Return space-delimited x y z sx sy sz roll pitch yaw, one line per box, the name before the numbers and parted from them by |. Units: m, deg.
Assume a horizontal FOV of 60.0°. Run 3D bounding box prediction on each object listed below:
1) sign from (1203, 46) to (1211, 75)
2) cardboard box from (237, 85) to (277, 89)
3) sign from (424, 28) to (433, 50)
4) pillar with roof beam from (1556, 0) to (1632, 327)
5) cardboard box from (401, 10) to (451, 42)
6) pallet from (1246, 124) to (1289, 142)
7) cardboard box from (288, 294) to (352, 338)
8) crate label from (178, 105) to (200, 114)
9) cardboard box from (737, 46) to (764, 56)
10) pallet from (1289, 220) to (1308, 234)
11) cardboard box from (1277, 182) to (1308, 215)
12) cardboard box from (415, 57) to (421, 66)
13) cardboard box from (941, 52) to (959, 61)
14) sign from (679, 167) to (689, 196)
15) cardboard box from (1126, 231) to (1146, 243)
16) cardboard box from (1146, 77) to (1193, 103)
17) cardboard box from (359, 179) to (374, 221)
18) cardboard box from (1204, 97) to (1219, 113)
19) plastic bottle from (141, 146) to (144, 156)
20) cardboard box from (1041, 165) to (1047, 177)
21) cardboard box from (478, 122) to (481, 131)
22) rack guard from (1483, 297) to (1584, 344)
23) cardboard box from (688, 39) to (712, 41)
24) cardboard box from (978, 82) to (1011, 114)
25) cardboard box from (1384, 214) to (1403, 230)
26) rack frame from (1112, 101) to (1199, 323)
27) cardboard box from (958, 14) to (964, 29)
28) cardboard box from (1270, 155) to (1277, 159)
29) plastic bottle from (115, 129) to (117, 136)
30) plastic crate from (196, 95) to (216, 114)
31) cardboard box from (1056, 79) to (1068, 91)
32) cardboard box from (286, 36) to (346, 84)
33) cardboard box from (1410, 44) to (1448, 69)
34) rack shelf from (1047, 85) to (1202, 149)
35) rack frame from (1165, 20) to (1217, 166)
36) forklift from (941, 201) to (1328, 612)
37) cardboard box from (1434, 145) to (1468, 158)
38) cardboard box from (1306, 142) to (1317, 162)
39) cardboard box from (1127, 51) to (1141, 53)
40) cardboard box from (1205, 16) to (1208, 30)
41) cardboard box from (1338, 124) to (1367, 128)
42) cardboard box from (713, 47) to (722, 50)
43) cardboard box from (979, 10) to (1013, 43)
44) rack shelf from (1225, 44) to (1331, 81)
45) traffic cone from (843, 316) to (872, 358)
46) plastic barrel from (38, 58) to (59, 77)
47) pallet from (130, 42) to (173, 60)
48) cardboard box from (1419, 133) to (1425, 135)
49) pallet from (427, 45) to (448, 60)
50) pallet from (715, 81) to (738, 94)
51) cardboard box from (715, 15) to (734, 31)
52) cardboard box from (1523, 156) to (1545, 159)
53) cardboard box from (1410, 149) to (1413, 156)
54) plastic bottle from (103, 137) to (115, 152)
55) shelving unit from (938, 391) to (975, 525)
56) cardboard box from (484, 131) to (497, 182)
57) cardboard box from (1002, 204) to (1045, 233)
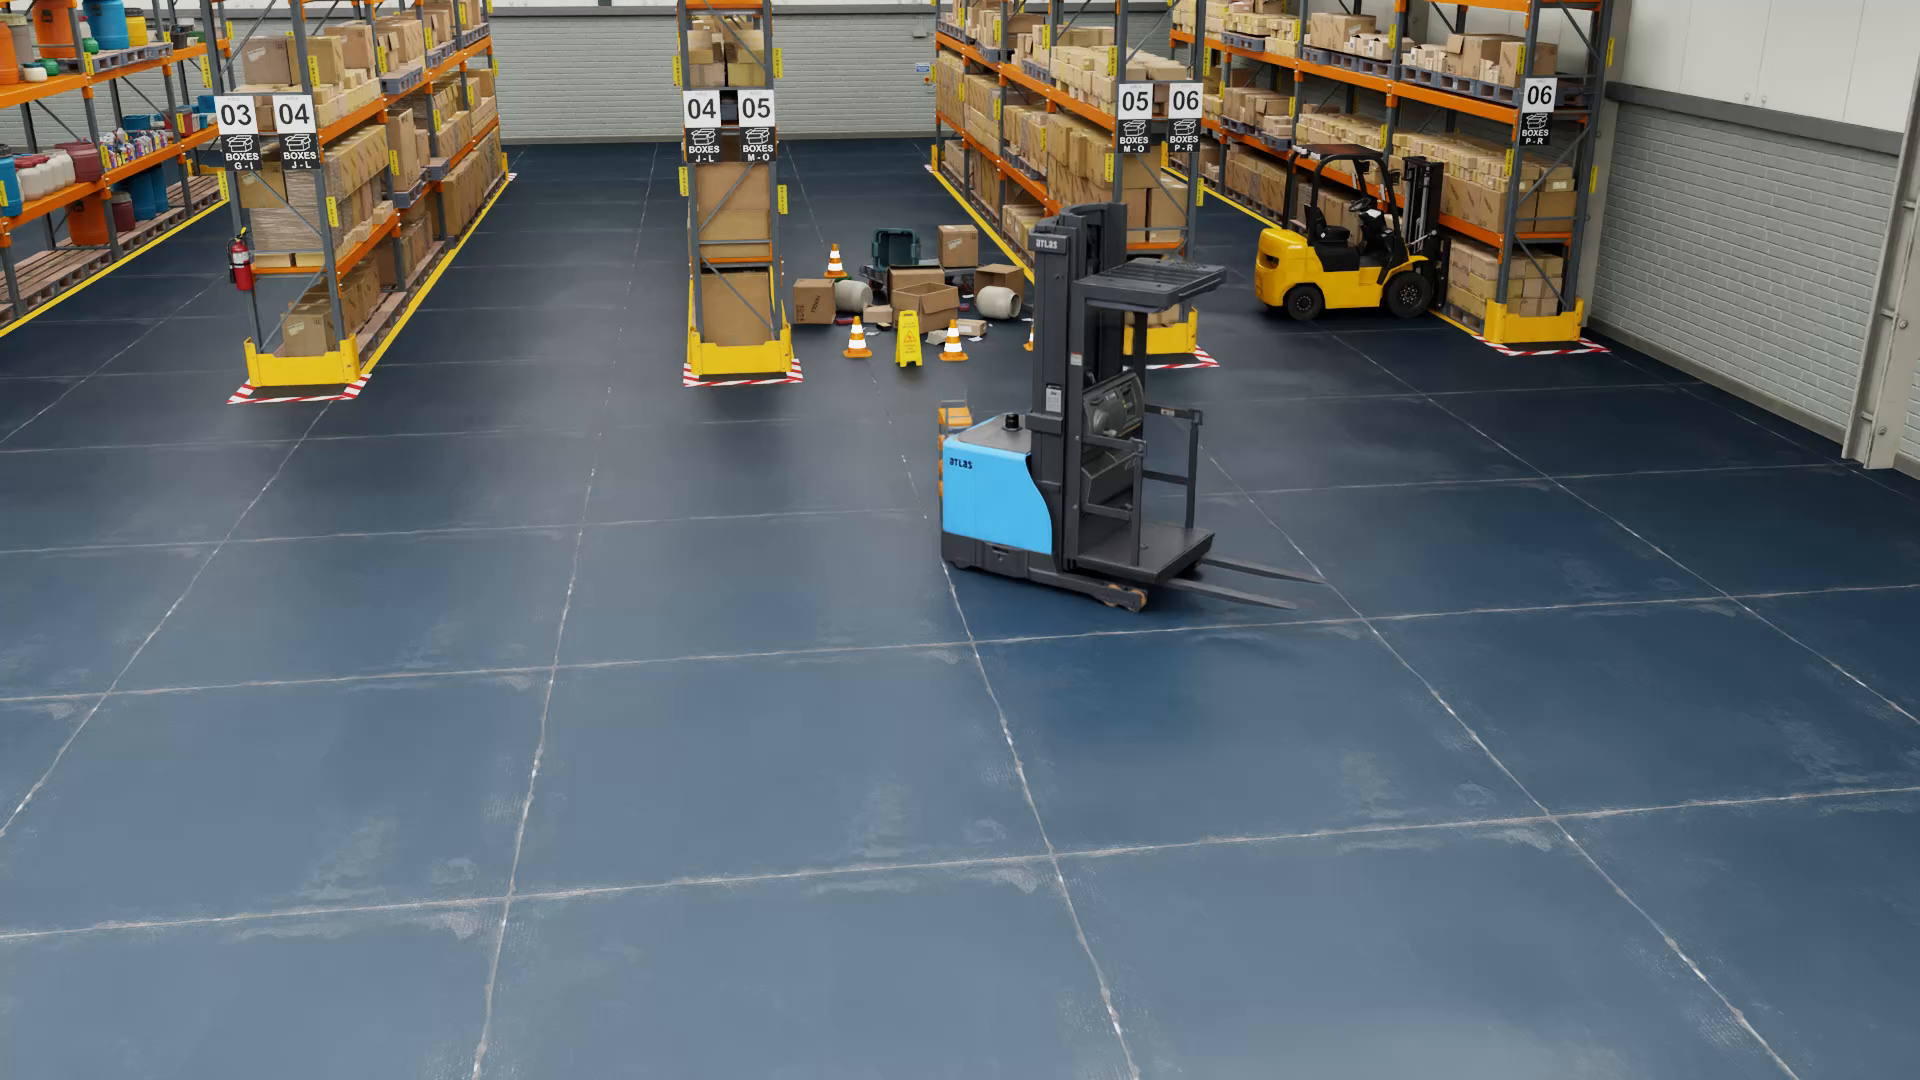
sign | 2.844 -5.547 19.245 0.100 0.325 0.005 -3 21 -8
cardboard box | -7.978 -5.078 18.883 0.380 0.149 0.250 -3 21 -7
sign | -8.116 -7.649 25.383 0.100 0.325 0.005 -3 21 -8
pillar with roof beam | 3.750 -6.836 19.659 9.100 9.000 0.400 -3 21 -8
cardboard box | -9.136 -8.808 28.483 0.700 0.500 0.500 -2 21 -6
pallet | 5.780 -7.310 29.774 1.003 0.211 1.213 -3 21 -8
cardboard box | -7.693 -2.653 20.005 0.500 0.500 0.500 2 21 6
crate label | -14.998 -8.343 32.419 0.416 0.233 0.303 -3 21 -8
cardboard box | -2.345 -5.543 18.960 0.380 0.149 0.250 -3 21 -7
pallet | 6.145 -5.133 27.658 1.003 0.211 1.213 -3 21 -8
cardboard box | 5.791 -5.888 28.666 0.500 0.500 0.500 -2 21 -6
cardboard box | -8.257 -6.987 24.562 0.500 0.250 0.500 -3 21 -8
cardboard box | -0.190 -9.744 33.519 0.380 0.149 0.250 -2 21 -6
sign | -3.116 -4.051 18.782 0.100 0.325 0.005 -3 21 -8
cardboard box | 2.041 -3.706 20.211 0.380 0.149 0.250 -2 21 -6
cardboard box | 2.498 -5.367 19.800 0.500 0.250 0.500 -3 21 -9
cardboard box | -7.864 -4.274 20.805 0.875 0.500 0.500 -3 21 -8
cardboard box | 5.087 -8.517 32.523 0.500 0.250 0.500 -3 21 -8
plastic bottle | -13.532 -6.430 27.429 0.097 0.201 0.097 0 20 0
cardboard box | 1.383 -5.333 23.967 0.380 0.149 0.250 -3 21 -7
cardboard box | -9.059 -7.635 30.729 0.380 0.149 0.250 -3 21 -9
rack guard | 7.222 -2.777 20.938 1.175 0.500 0.348 -3 21 -8
cardboard box | -3.181 -5.953 20.056 0.380 0.149 0.250 -3 21 -7
cardboard box | 0.607 -7.681 28.922 0.500 0.500 0.500 -3 21 -9
cardboard box | 6.401 -4.535 23.973 0.500 0.250 0.500 -3 21 -9
rack frame | 2.307 -3.705 19.849 1.000 3.000 0.127 -3 21 -8
cardboard box | 0.168 -9.651 30.930 0.396 0.266 0.258 -2 21 -6
cardboard box | 5.976 -7.066 30.894 0.380 0.149 0.250 -4 21 -10
plastic bottle | -14.500 -6.907 28.589 0.061 0.283 0.133 -3 21 -8
plastic crate | -14.474 -8.433 32.372 0.616 0.435 0.499 -3 21 -8
cardboard box | 1.512 -6.164 22.503 0.380 0.149 0.250 -3 21 -8
cardboard box | -7.447 -5.558 19.241 0.500 0.500 0.500 -3 21 -8
cardboard box | 6.520 -6.648 22.826 0.500 0.311 0.500 -2 21 -7
rack shelf | 2.018 -5.466 21.304 1.077 0.370 4.000 -3 21 -8
rack frame | 4.912 -9.496 35.355 1.000 3.000 0.127 -3 21 -8
forklift | 1.368 -1.036 12.801 3.031 2.935 1.130 12 24 30
cardboard box | 6.658 -5.264 22.529 0.380 0.149 0.250 -3 21 -8
cardboard box | 5.955 -6.316 27.054 0.500 0.250 0.500 -3 21 -9
cardboard box | 2.157 -6.292 21.708 0.380 0.149 0.250 -3 21 -9
cardboard box | 5.023 -10.097 32.466 0.500 0.250 0.500 -2 21 -7
cardboard box | 6.149 -6.420 26.049 0.380 0.149 0.250 -3 21 -8
cardboard box | -3.213 -5.990 20.727 0.500 0.250 0.500 -3 21 -8
cardboard box | 0.613 -8.719 28.244 0.500 0.500 0.500 -3 21 -7
rack shelf | 5.777 -8.487 29.394 1.077 0.370 4.000 -3 21 -8
traffic cone | -1.248 -2.487 20.215 0.336 0.463 0.334 -3 21 -8
plastic barrel | -13.468 -6.975 24.538 0.294 0.245 0.294 0 20 0
pallet | -13.921 -8.160 27.761 1.213 0.211 1.003 -3 21 -8
cardboard box | 6.781 -6.007 24.942 0.380 0.149 0.250 -3 21 -8
pallet | -8.962 -7.899 27.061 1.003 0.211 1.213 -2 21 -5
pallet | -2.873 -5.464 20.397 1.003 0.211 1.213 -3 21 -8
cardboard box | -4.214 -8.684 28.145 0.797 0.503 0.637 -3 21 -8
cardboard box | 7.304 -4.843 21.401 0.380 0.149 0.250 -3 21 -7
cardboard box | 6.531 -5.390 23.291 0.380 0.149 0.250 -3 21 -8
plastic bottle | -14.157 -6.560 27.669 0.152 0.276 0.135 -3 21 -8
shelving unit | -0.031 -0.621 14.163 0.258 1.200 0.503 -2 21 -7
cardboard box | -9.504 -7.414 32.215 0.875 0.875 0.875 -3 21 -8
cardboard box | 1.225 -5.244 27.126 0.950 0.372 0.625 -4 21 -11
